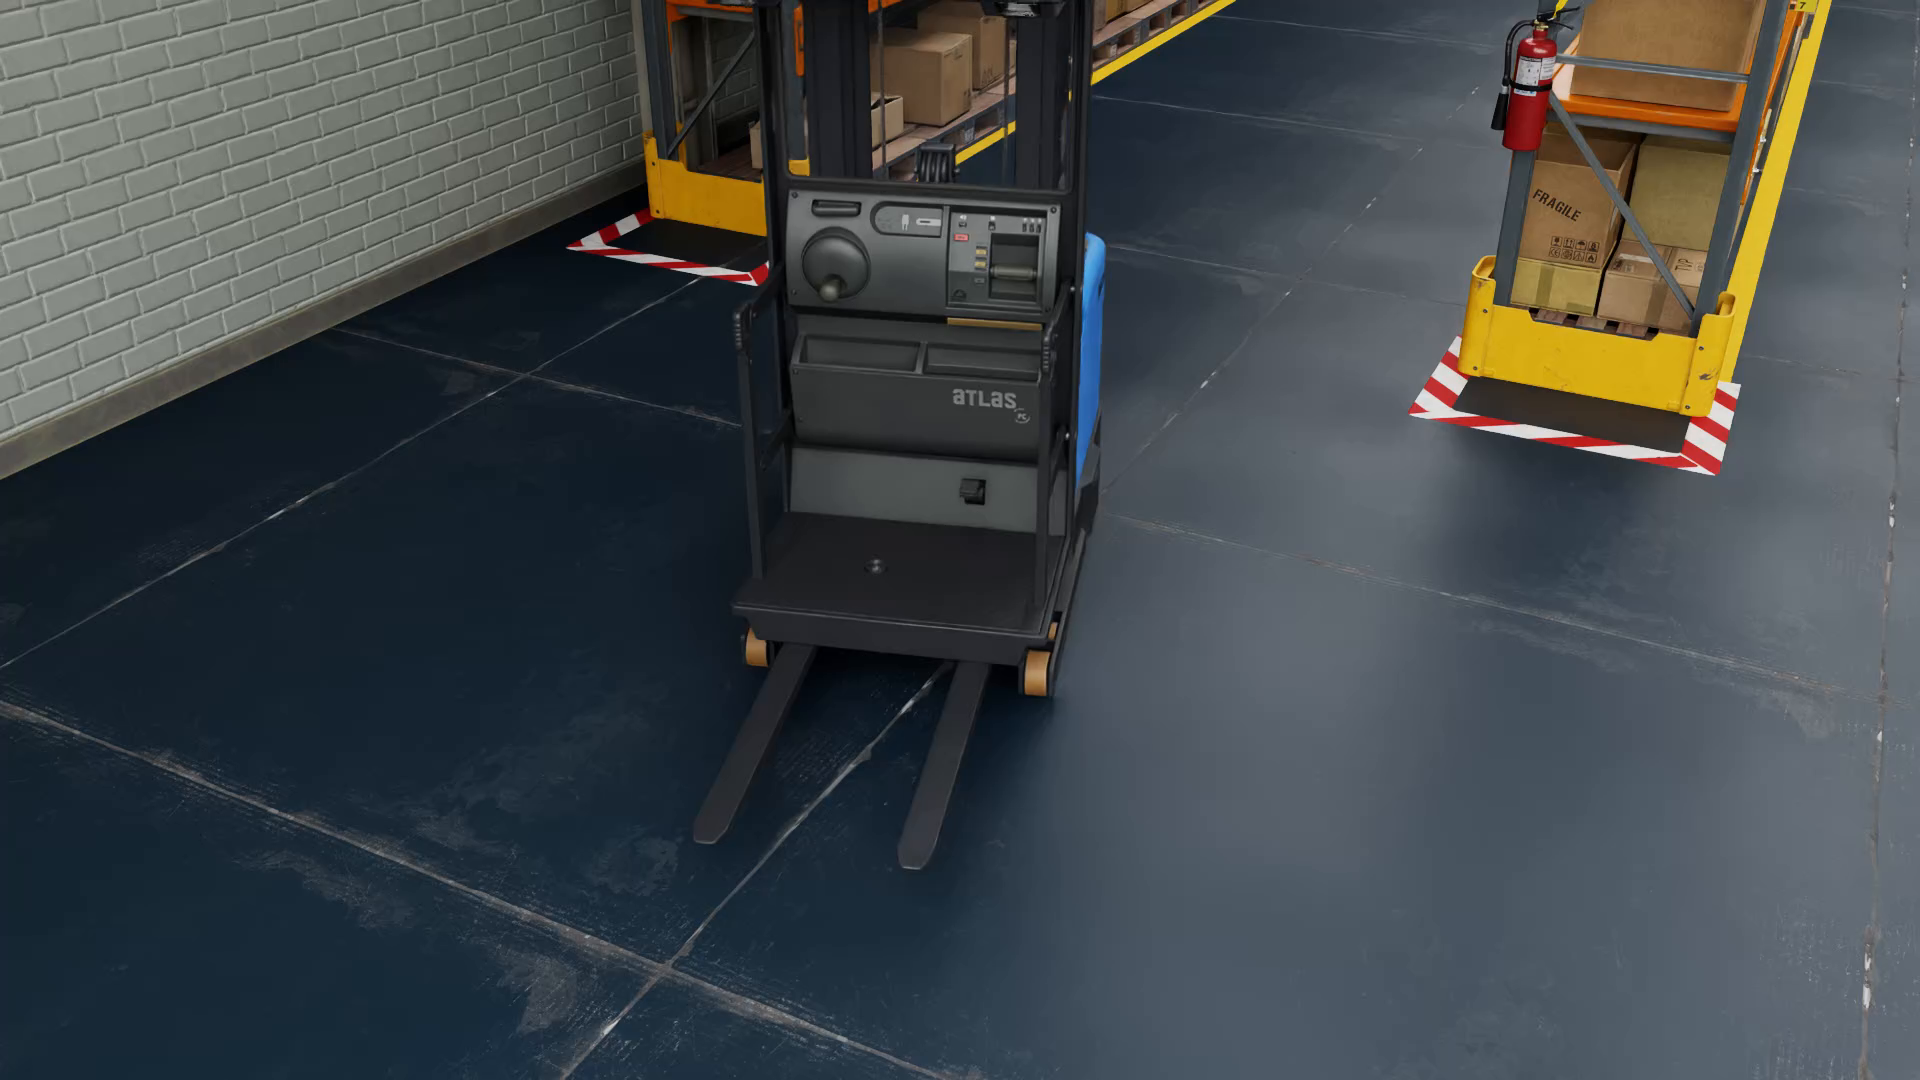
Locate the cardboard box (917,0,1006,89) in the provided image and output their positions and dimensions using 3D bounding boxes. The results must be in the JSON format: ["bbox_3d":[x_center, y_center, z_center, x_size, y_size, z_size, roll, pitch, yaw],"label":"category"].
[{"bbox_3d":[0.018,-3.615,12.101,0.500,0.500,0.500,12,32,20],"label":"cardboard box"}]

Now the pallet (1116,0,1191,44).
[{"bbox_3d":[1.363,-4.656,14.647,1.003,0.211,1.213,14,33,23],"label":"pallet"}]

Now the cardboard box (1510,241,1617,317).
[{"bbox_3d":[3.026,-1.377,8.474,0.500,0.250,0.500,14,33,23],"label":"cardboard box"}]

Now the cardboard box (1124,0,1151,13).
[{"bbox_3d":[1.235,-4.872,14.290,0.700,0.500,0.500,15,33,24],"label":"cardboard box"}]

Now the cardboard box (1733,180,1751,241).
[{"bbox_3d":[4.172,-1.924,9.427,0.500,0.250,0.500,14,33,23],"label":"cardboard box"}]

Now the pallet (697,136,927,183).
[{"bbox_3d":[-0.931,-2.381,10.684,1.003,0.211,1.213,14,33,23],"label":"pallet"}]

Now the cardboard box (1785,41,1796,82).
[{"bbox_3d":[5.277,-3.215,11.113,0.500,0.311,0.500,14,33,23],"label":"cardboard box"}]

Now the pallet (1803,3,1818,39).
[{"bbox_3d":[7.063,-4.742,14.795,1.003,0.211,1.213,14,33,23],"label":"pallet"}]

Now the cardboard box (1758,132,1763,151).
[{"bbox_3d":[4.613,-2.370,10.205,0.500,0.250,0.500,14,33,23],"label":"cardboard box"}]

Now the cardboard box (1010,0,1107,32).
[{"bbox_3d":[0.776,-4.414,13.493,0.700,0.500,0.500,15,33,25],"label":"cardboard box"}]

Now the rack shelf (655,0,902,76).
[{"bbox_3d":[-0.456,-3.779,11.041,1.077,0.370,4.000,14,33,23],"label":"rack shelf"}]

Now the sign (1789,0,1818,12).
[{"bbox_3d":[3.536,-2.363,6.904,0.100,0.325,0.005,14,33,23],"label":"sign"}]

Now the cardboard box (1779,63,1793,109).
[{"bbox_3d":[5.505,-3.194,11.639,0.500,0.250,0.500,15,33,24],"label":"cardboard box"}]

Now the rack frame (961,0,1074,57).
[{"bbox_3d":[0.455,-4.977,12.405,1.000,3.000,0.127,14,33,23],"label":"rack frame"}]

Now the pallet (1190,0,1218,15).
[{"bbox_3d":[1.920,-5.195,15.585,1.003,0.211,1.213,14,33,23],"label":"pallet"}]

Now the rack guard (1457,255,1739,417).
[{"bbox_3d":[3.033,-0.987,7.967,1.175,0.500,0.348,14,33,23],"label":"rack guard"}]

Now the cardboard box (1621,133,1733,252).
[{"bbox_3d":[3.713,-1.806,8.470,0.500,0.500,0.500,14,33,23],"label":"cardboard box"}]

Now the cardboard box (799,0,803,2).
[{"bbox_3d":[-0.862,-3.292,9.601,0.500,0.250,0.500,13,32,22],"label":"cardboard box"}]

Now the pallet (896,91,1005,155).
[{"bbox_3d":[-0.374,-2.920,11.622,1.003,0.211,1.213,14,33,23],"label":"pallet"}]

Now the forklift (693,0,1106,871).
[{"bbox_3d":[-0.165,-0.921,5.410,1.130,2.935,3.031,5,30,9],"label":"forklift"}]

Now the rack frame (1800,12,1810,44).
[{"bbox_3d":[6.689,-5.629,13.539,1.000,3.000,0.127,14,33,23],"label":"rack frame"}]

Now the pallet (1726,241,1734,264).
[{"bbox_3d":[3.912,-1.760,9.603,1.003,0.211,1.213,14,33,23],"label":"pallet"}]

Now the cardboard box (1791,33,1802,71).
[{"bbox_3d":[5.971,-3.649,12.432,0.500,0.250,0.500,15,33,24],"label":"cardboard box"}]

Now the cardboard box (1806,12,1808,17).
[{"bbox_3d":[6.438,-4.342,13.074,0.500,0.311,0.500,14,33,23],"label":"cardboard box"}]

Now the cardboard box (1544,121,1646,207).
[{"bbox_3d":[3.466,-2.149,9.066,0.500,0.500,0.500,14,33,23],"label":"cardboard box"}]

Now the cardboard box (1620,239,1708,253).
[{"bbox_3d":[3.711,-1.482,8.657,0.500,0.250,0.500,14,33,23],"label":"cardboard box"}]

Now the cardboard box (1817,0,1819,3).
[{"bbox_3d":[7.151,-4.872,14.291,0.500,0.500,0.500,16,33,25],"label":"cardboard box"}]

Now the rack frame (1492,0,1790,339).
[{"bbox_3d":[3.044,-2.082,7.363,1.000,3.000,0.127,14,33,23],"label":"rack frame"}]

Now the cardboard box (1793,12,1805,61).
[{"bbox_3d":[5.744,-3.665,11.897,0.500,0.311,0.500,13,32,22],"label":"cardboard box"}]

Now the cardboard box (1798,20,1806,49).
[{"bbox_3d":[6.435,-4.100,13.218,0.500,0.250,0.500,14,33,23],"label":"cardboard box"}]

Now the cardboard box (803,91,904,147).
[{"bbox_3d":[-0.712,-2.768,10.816,0.500,0.311,0.500,17,34,27],"label":"cardboard box"}]

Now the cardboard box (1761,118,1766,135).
[{"bbox_3d":[4.612,-2.696,10.019,0.500,0.500,0.500,14,33,23],"label":"cardboard box"}]

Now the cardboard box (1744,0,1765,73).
[{"bbox_3d":[3.503,-2.563,8.101,0.700,0.500,0.500,15,33,25],"label":"cardboard box"}]
